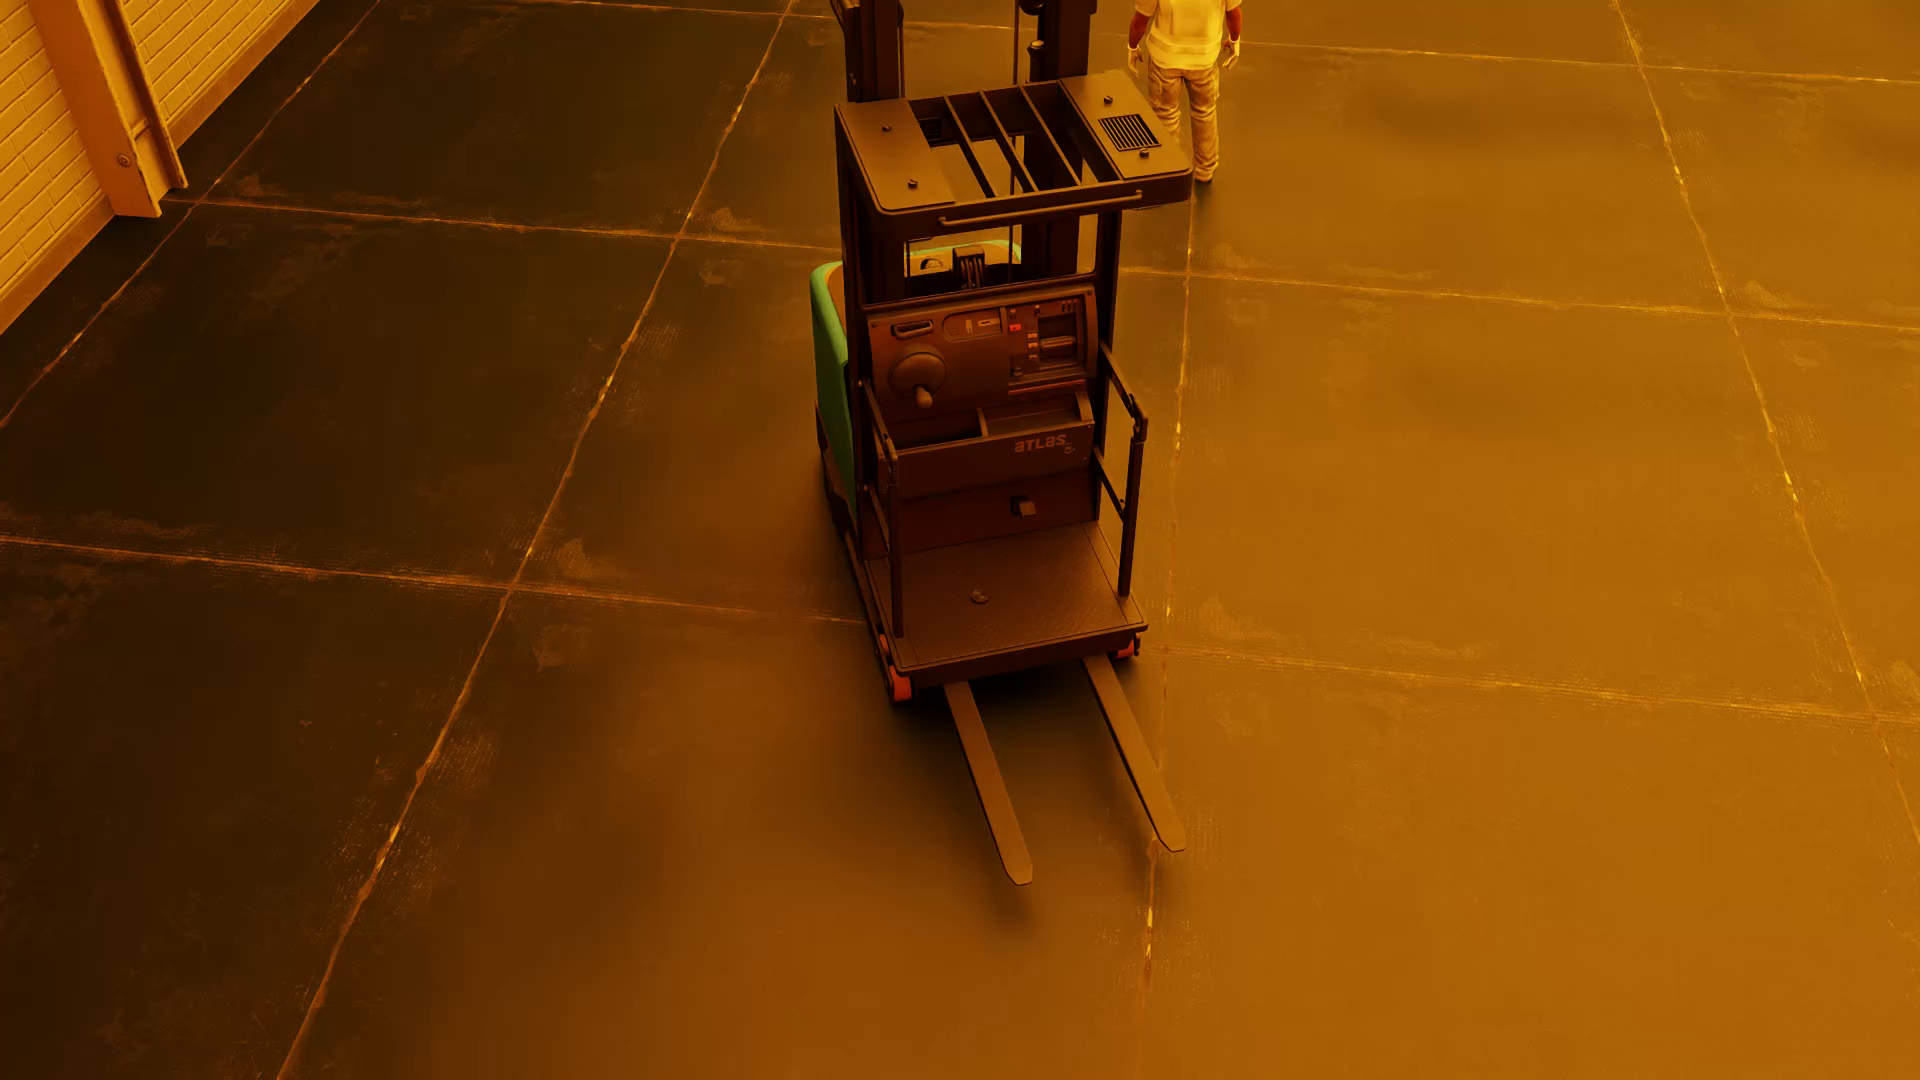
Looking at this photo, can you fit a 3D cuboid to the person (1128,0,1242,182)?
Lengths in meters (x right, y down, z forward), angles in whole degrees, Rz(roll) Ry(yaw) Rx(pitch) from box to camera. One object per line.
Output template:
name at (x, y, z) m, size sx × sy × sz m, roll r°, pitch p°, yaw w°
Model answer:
person at (1.297, -2.877, 9.694) m, size 0.656 × 1.782 × 0.577 m, roll 0°, pitch 43°, yaw 0°

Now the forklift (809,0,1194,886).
forklift at (0.153, -0.681, 6.465) m, size 1.130 × 2.935 × 3.031 m, roll -10°, pitch 44°, yaw -11°
